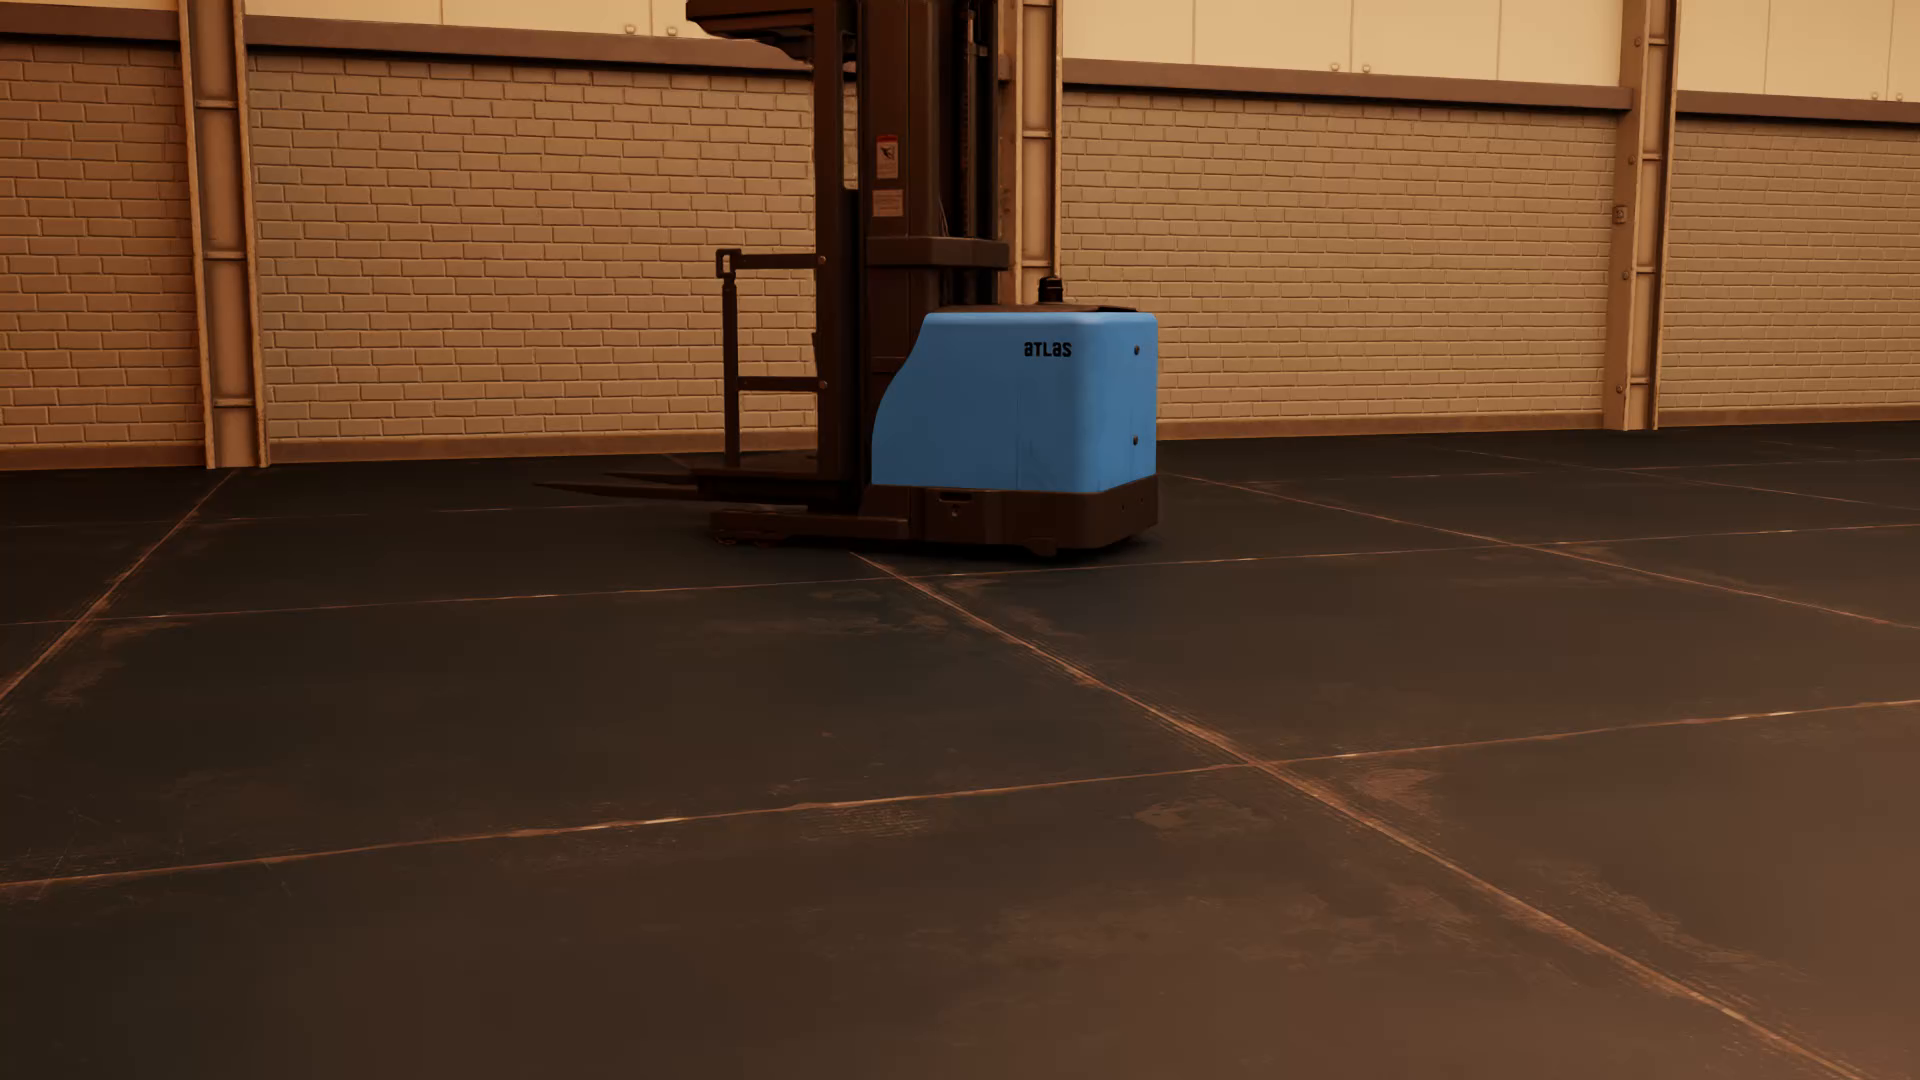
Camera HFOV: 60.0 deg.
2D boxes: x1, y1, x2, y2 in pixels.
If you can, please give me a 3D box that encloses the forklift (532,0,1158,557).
[{"bbox_3d":[-0.624,-1.480,7.927,3.031,2.935,1.130,3,8,22],"label":"forklift"}]
